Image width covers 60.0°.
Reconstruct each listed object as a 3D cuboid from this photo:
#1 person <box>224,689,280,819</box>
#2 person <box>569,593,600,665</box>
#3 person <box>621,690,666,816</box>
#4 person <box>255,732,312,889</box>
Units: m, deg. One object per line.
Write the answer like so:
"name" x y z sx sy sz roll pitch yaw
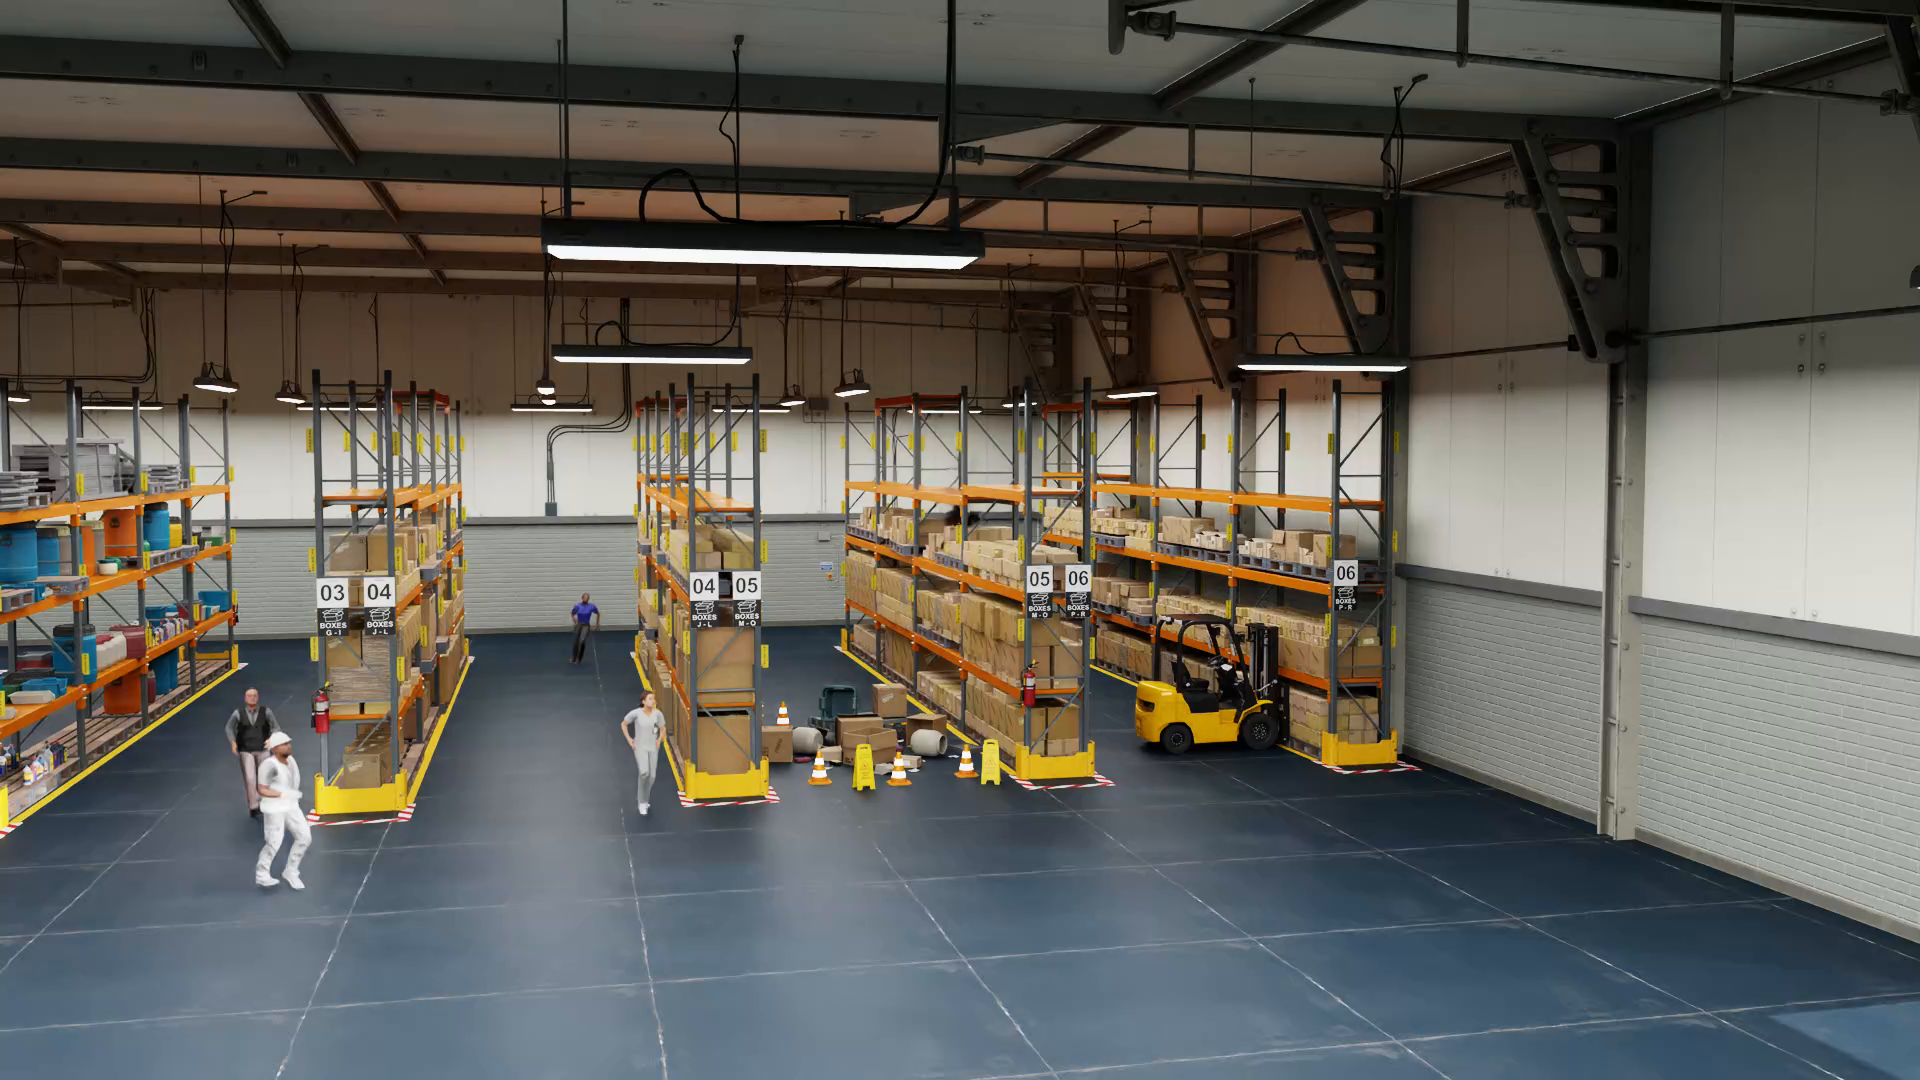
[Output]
"person" -9.554 2.853 22.469 0.689 1.694 0.832 -2 4 -27
"person" -8.569 2.024 37.827 0.707 1.656 0.645 0 3 -4
"person" -4.264 2.872 22.592 0.575 1.674 0.668 -2 4 -30
"person" -7.578 3.052 18.595 0.734 1.818 0.664 1 3 19
